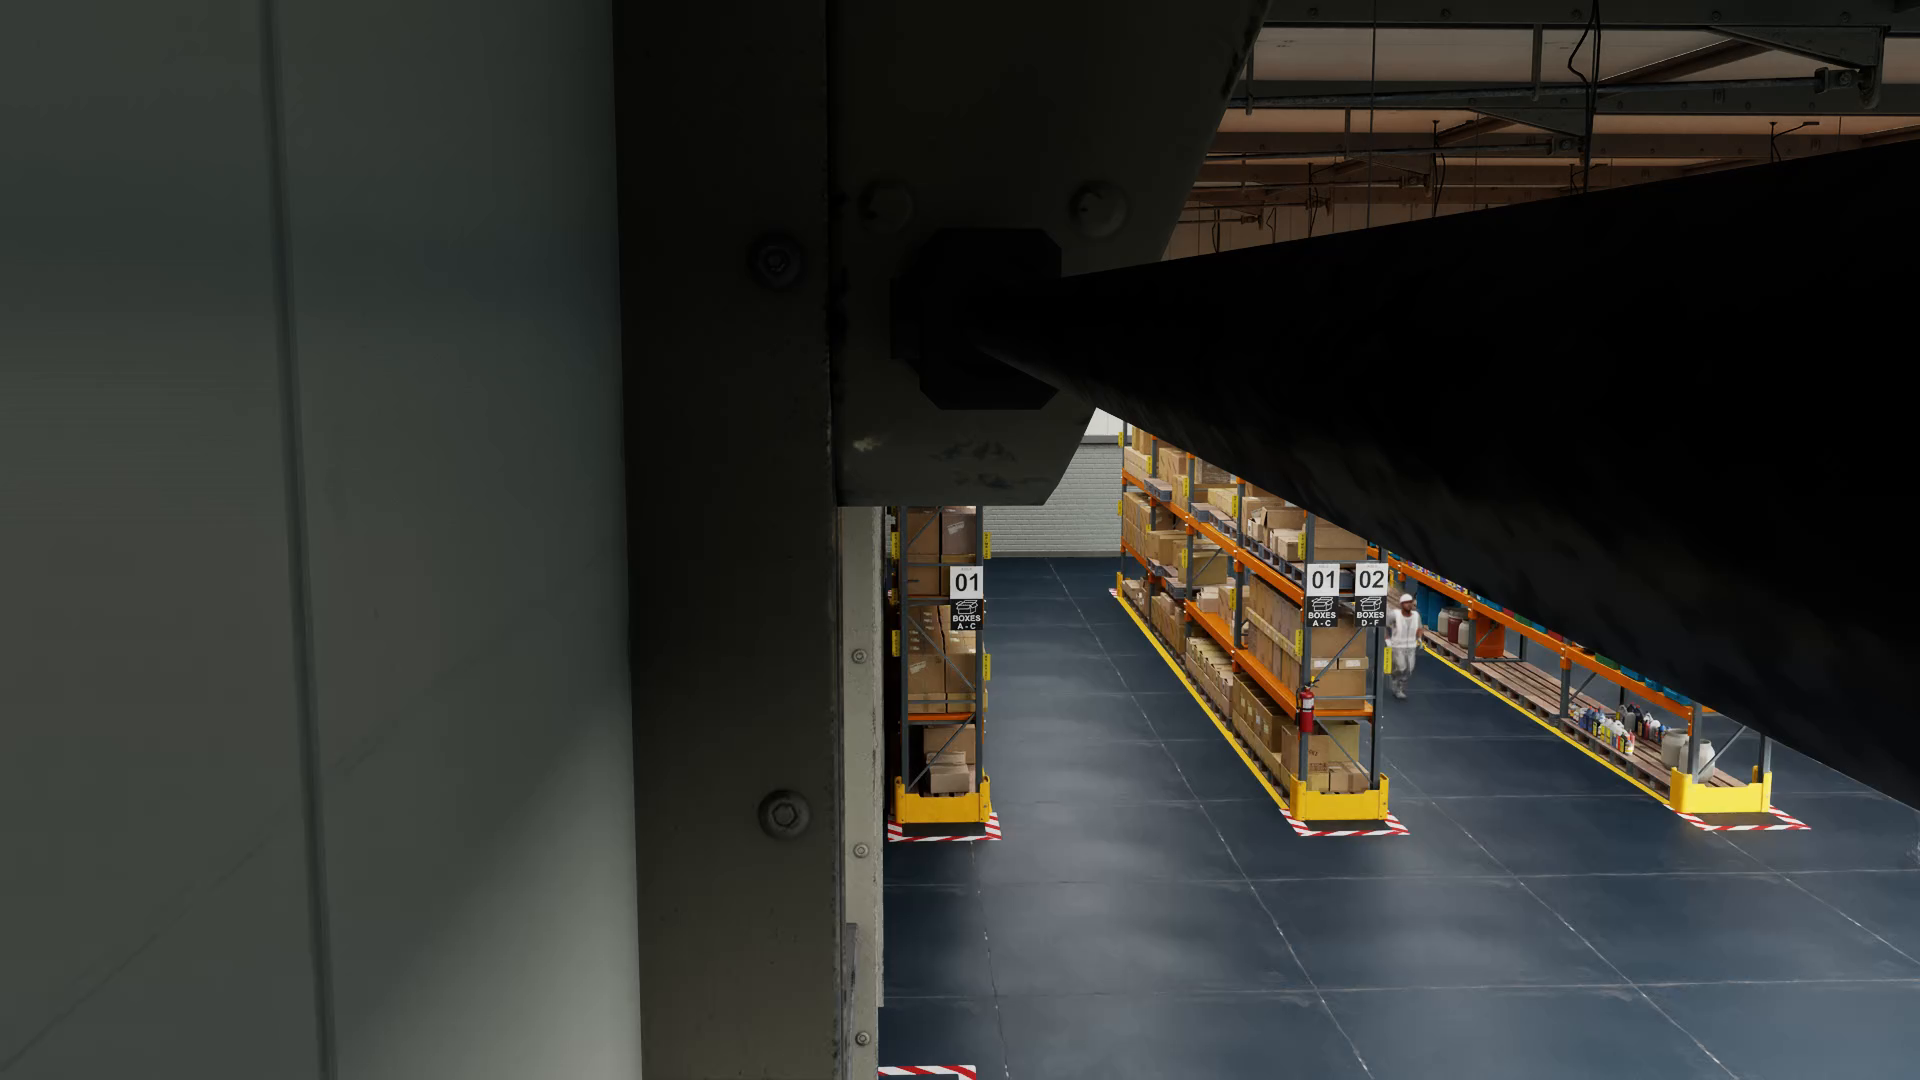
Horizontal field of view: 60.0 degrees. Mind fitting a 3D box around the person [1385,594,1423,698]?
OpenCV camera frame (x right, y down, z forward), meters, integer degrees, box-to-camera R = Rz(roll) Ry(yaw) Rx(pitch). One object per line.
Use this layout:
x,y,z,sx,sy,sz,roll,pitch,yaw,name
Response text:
7.173,1.717,26.815,0.631,1.703,0.593,-2,8,-11,person
